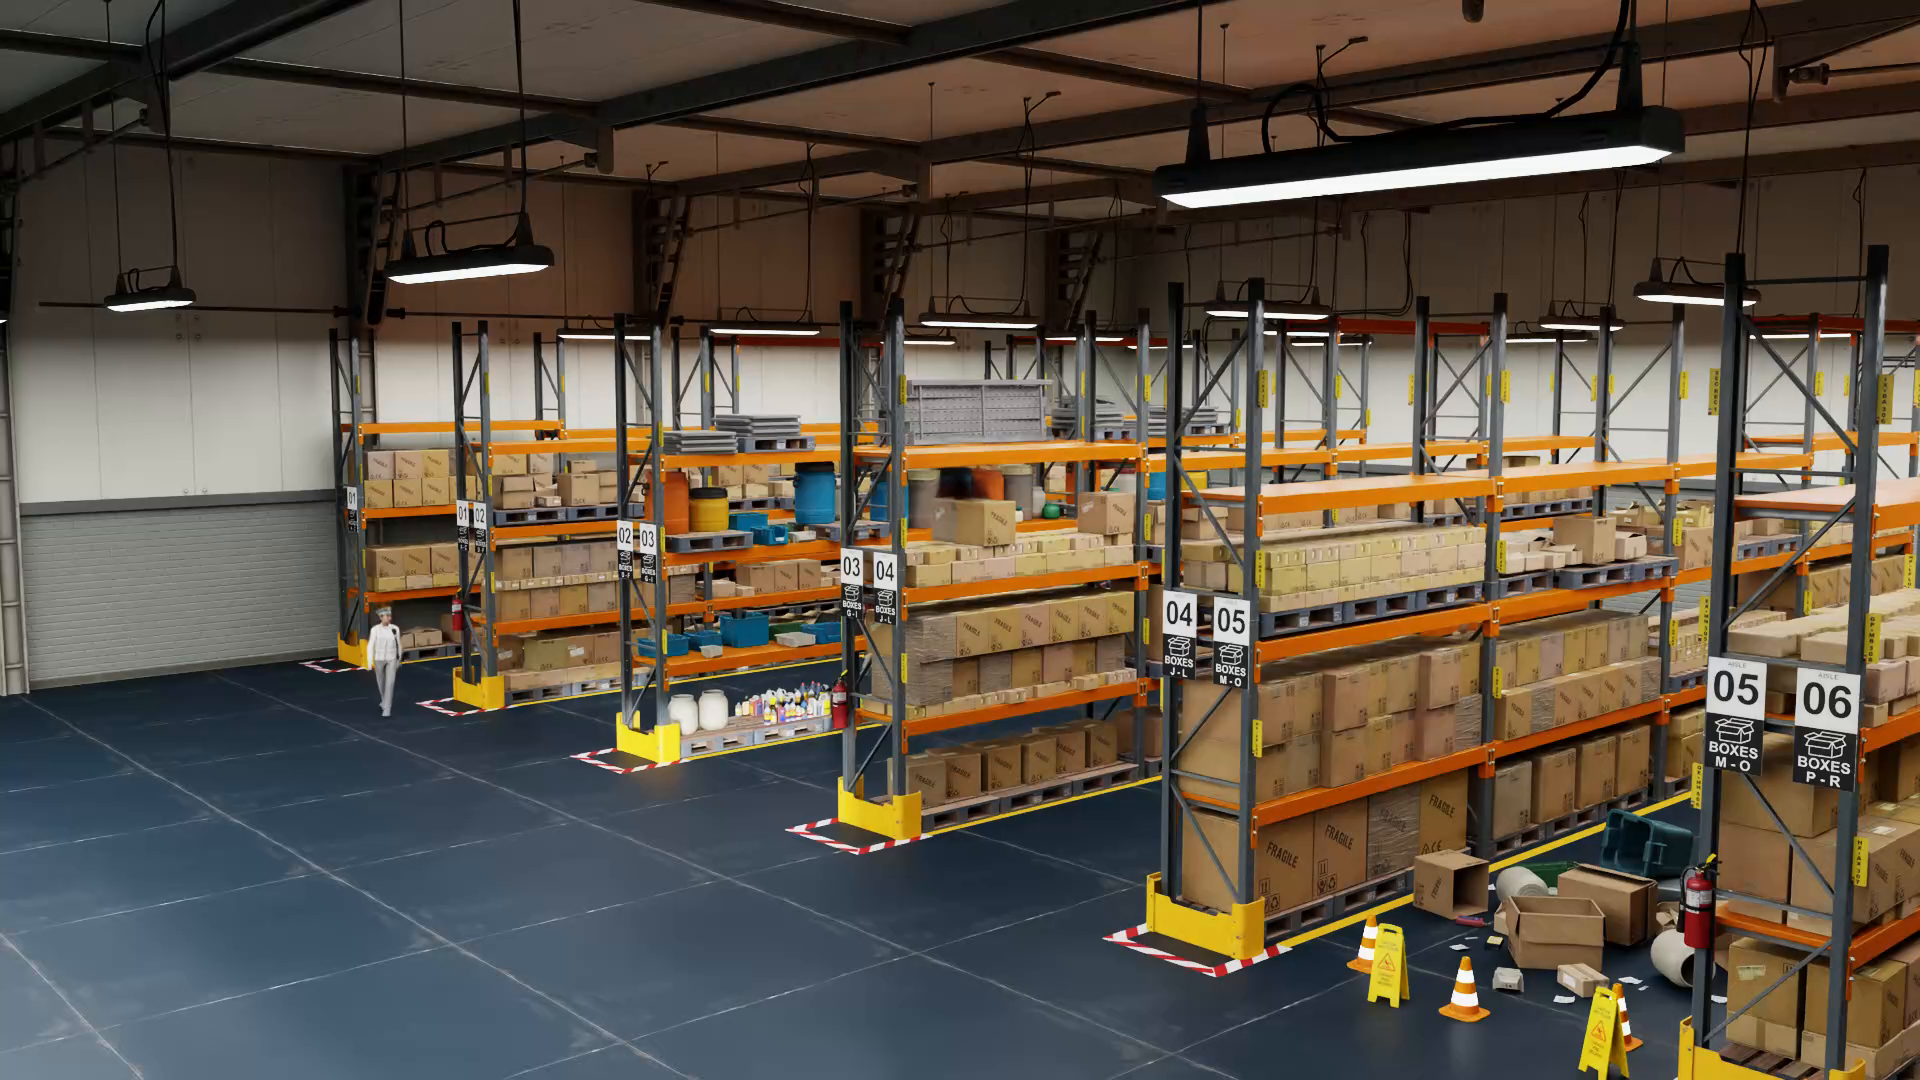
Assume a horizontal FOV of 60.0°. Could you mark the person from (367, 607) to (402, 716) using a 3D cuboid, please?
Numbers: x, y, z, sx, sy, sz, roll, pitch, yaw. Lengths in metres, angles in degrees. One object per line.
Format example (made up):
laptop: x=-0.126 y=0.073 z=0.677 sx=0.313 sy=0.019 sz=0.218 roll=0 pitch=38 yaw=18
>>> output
person: x=-8.805 y=1.834 z=25.453 sx=0.491 sy=1.643 sz=0.932 roll=-1 pitch=6 yaw=-14

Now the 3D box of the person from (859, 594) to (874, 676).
person: x=-1.517 y=1.510 z=28.762 sx=0.408 sy=1.621 sz=1.015 roll=5 pitch=7 yaw=40

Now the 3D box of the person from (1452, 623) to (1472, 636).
person: x=7.269 y=1.943 z=24.115 sx=0.947 sy=1.792 sz=0.598 roll=-5 pitch=7 yaw=-40
